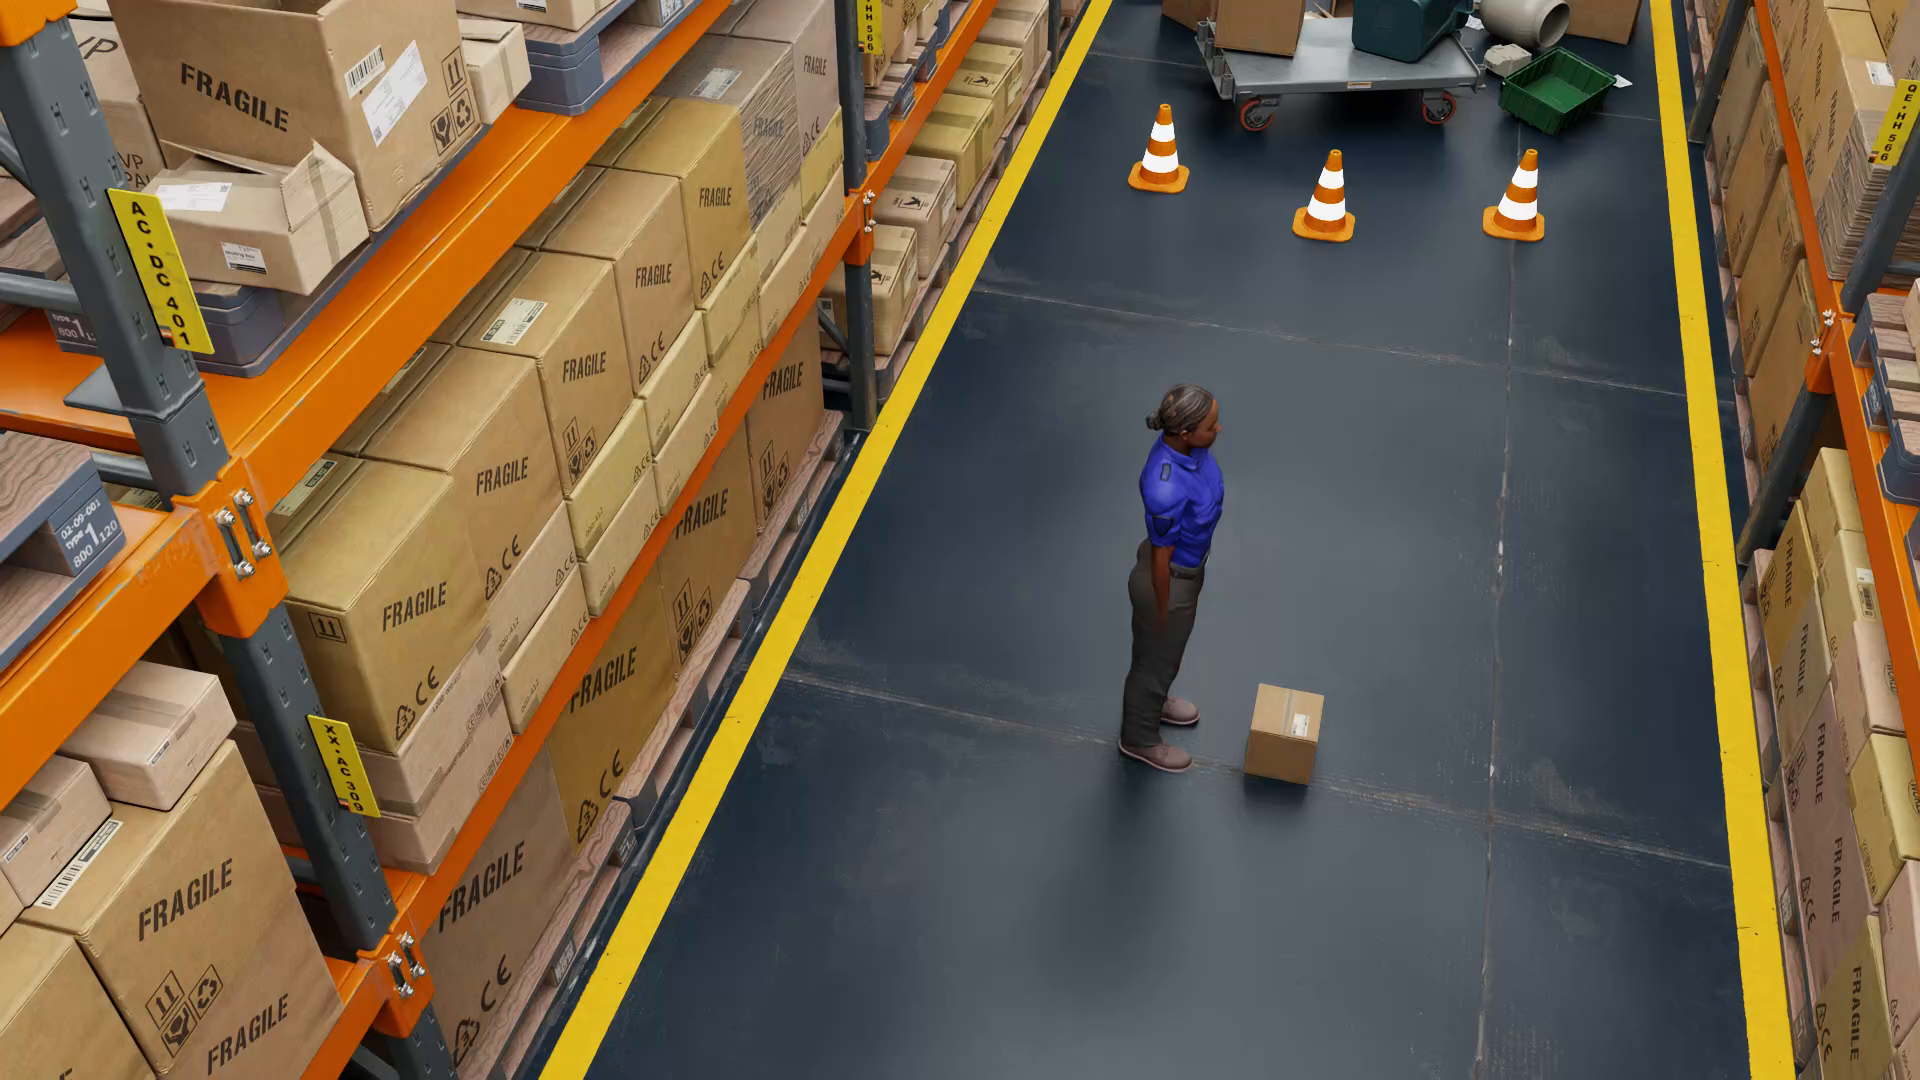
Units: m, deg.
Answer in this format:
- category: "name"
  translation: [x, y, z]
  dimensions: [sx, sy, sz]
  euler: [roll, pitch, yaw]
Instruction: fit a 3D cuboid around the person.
- category: "person"
  translation: [0.783, 0.128, 6.020]
  dimensions: [0.324, 1.673, 0.438]
  euler: [11, 42, 12]
